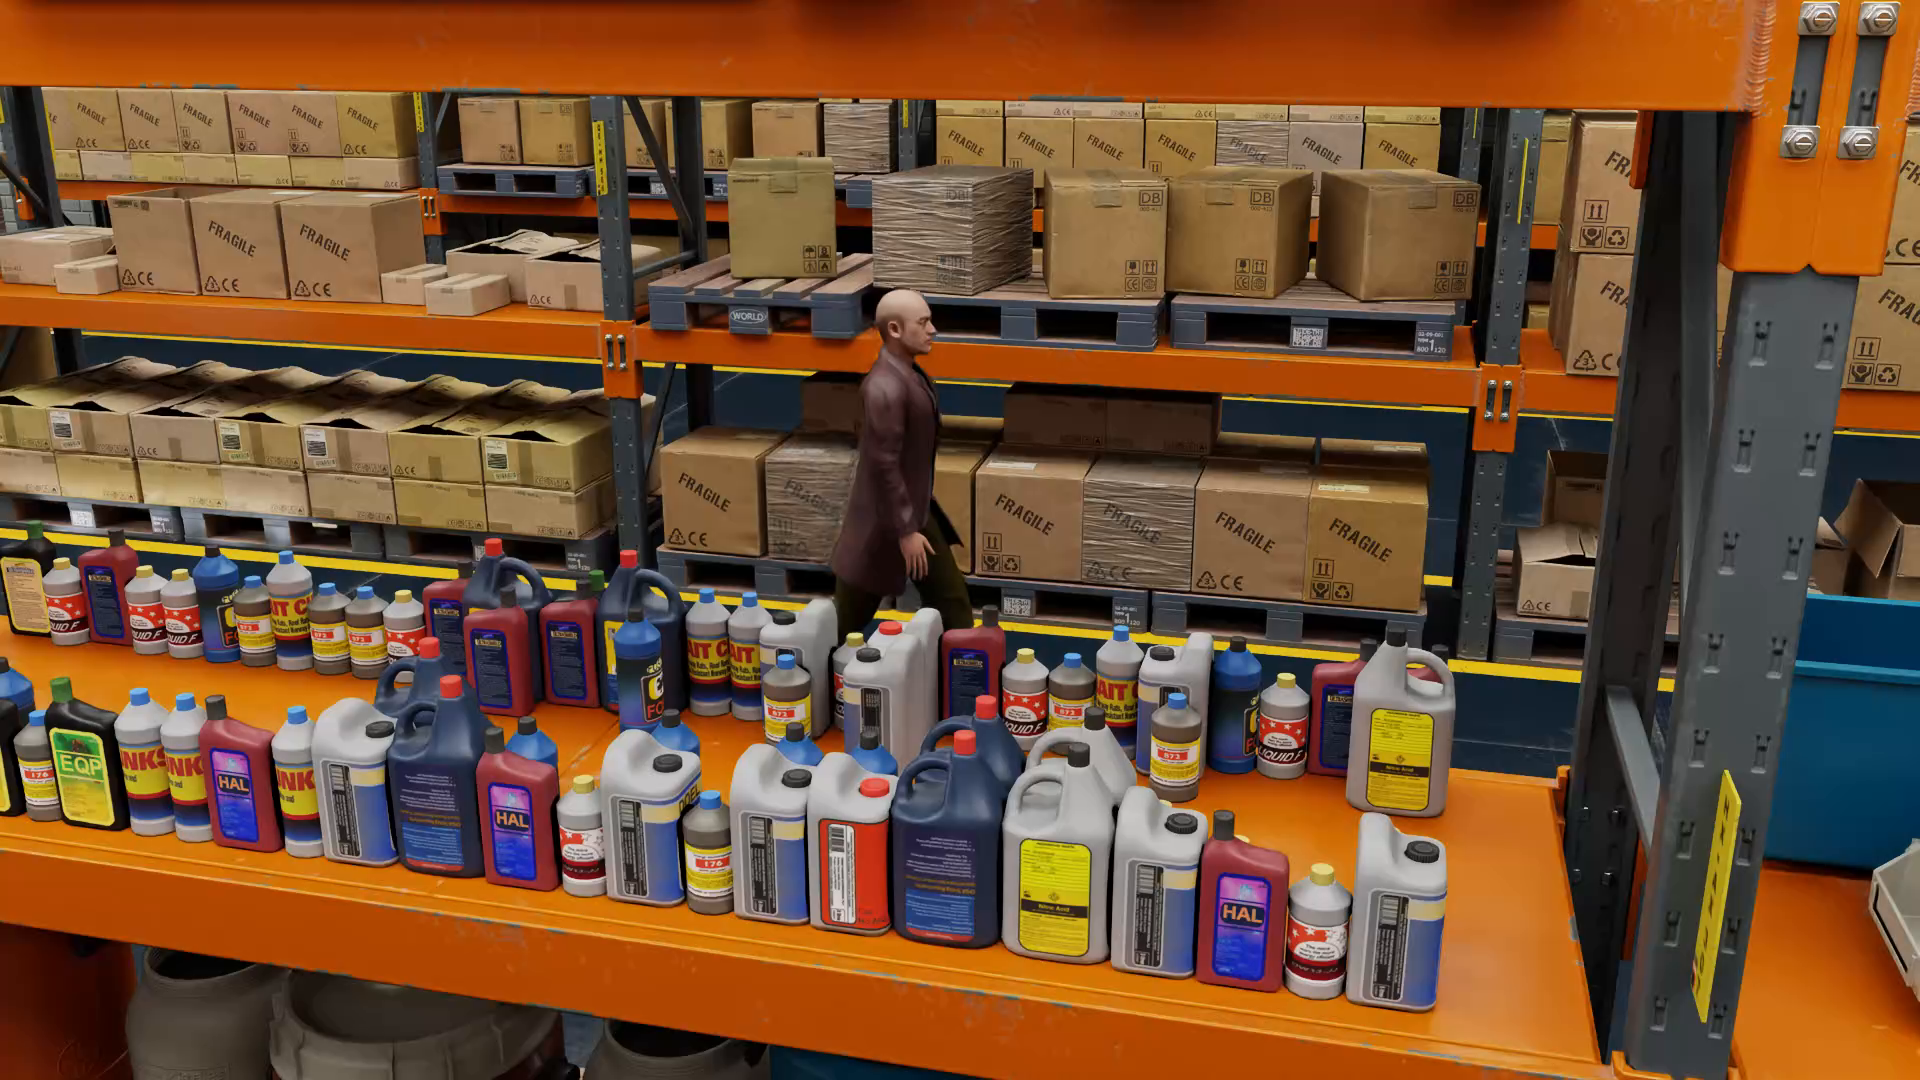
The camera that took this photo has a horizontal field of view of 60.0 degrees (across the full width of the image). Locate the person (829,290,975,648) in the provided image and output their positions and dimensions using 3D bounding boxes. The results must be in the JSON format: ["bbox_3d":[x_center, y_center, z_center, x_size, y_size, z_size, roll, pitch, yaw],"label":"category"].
[{"bbox_3d":[-0.288,-0.093,6.387,1.126,1.734,0.607,3,18,10],"label":"person"}]
